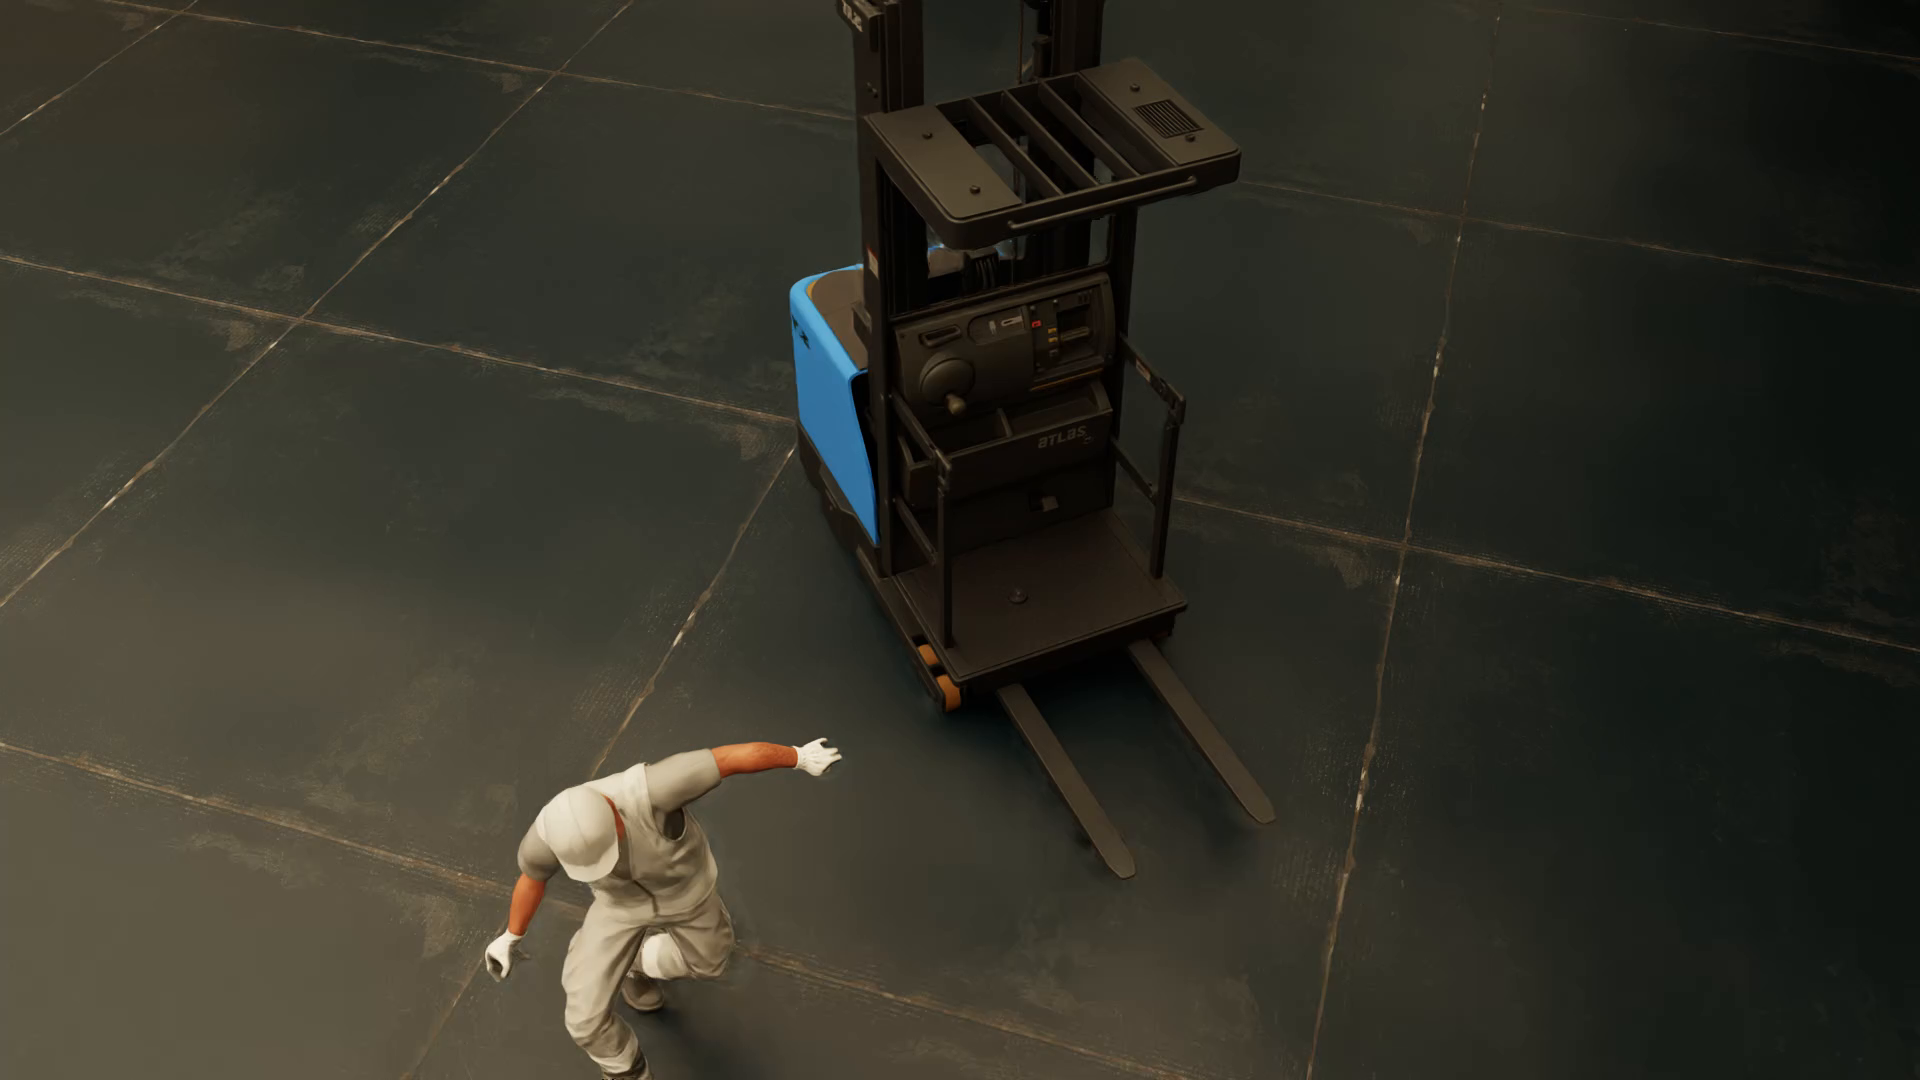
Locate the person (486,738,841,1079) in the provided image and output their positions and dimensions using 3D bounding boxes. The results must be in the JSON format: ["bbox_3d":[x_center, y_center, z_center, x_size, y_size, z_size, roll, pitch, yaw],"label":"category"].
[{"bbox_3d":[-0.940,1.185,5.419,1.224,1.582,0.691,-9,44,-10],"label":"person"}]

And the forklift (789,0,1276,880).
[{"bbox_3d":[0.280,-0.684,6.425,1.130,2.935,3.031,-17,46,-18],"label":"forklift"}]
